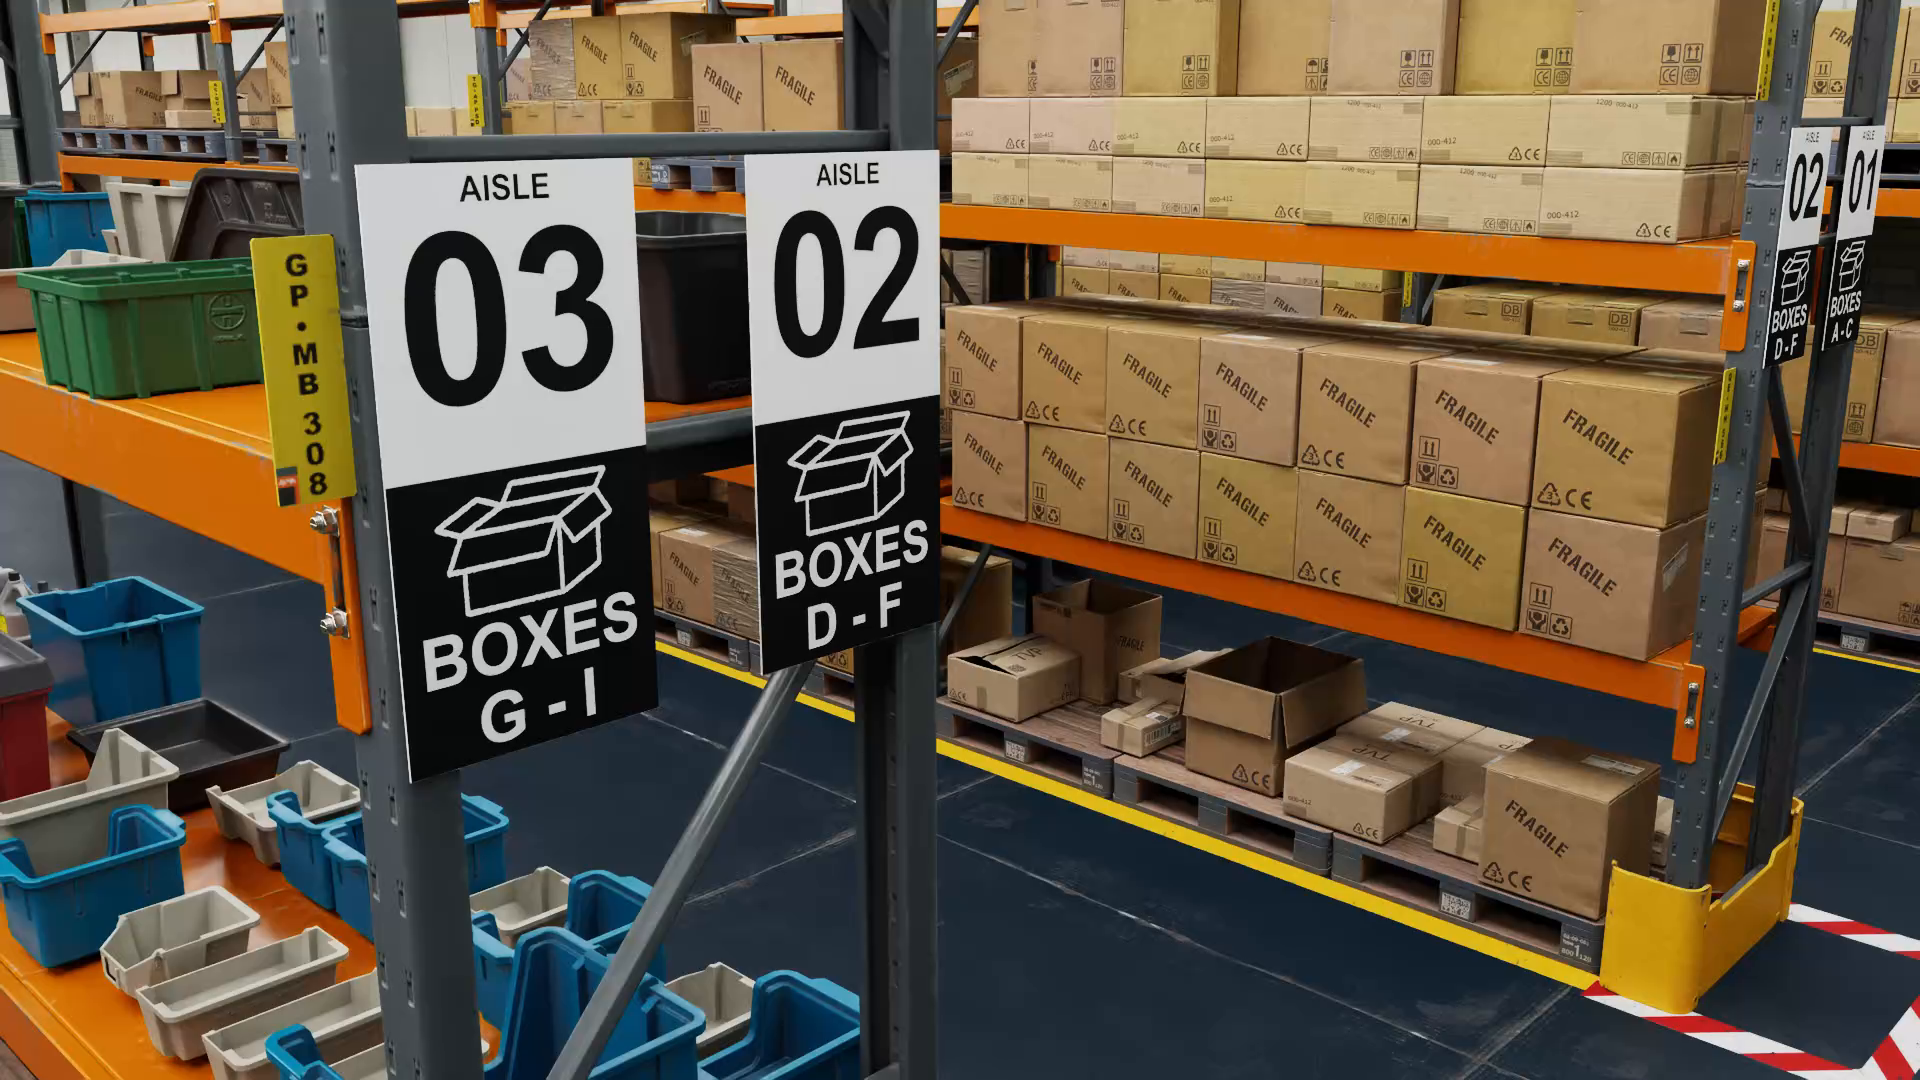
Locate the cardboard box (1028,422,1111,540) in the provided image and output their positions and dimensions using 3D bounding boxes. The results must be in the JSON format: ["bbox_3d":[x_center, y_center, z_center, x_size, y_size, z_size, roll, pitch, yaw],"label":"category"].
[{"bbox_3d":[0.681,-0.327,8.038,0.500,0.500,0.500,14,20,43],"label":"cardboard box"}]

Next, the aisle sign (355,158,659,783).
[{"bbox_3d":[-0.581,-0.100,2.209,0.004,0.787,0.394,14,20,42],"label":"aisle sign"}]

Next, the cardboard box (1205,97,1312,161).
[{"bbox_3d":[1.383,-1.732,6.988,0.500,0.250,0.500,14,20,42],"label":"cardboard box"}]

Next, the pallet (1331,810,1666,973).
[{"bbox_3d":[2.382,1.391,7.175,1.213,0.211,1.003,14,20,42],"label":"pallet"}]

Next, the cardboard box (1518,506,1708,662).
[{"bbox_3d":[2.500,0.117,6.336,0.500,0.500,0.500,-14,20,-42],"label":"cardboard box"}]

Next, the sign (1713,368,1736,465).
[{"bbox_3d":[2.612,-0.422,5.679,0.005,0.325,0.100,14,20,42],"label":"sign"}]

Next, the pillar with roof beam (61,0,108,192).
[{"bbox_3d":[-19.912,-8.812,28.905,0.400,9.000,9.100,14,20,42],"label":"pillar with roof beam"}]

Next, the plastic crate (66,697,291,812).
[{"bbox_3d":[-2.316,0.644,4.939,0.590,0.125,0.437,14,20,42],"label":"plastic crate"}]

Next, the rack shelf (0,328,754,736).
[{"bbox_3d":[-1.869,-0.361,3.845,4.000,0.370,1.077,14,20,42],"label":"rack shelf"}]

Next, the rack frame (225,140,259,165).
[{"bbox_3d":[-5.627,-1.906,14.298,0.127,3.000,1.000,14,20,42],"label":"rack frame"}]

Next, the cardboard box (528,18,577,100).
[{"bbox_3d":[-2.438,-3.112,10.797,0.500,0.500,0.500,14,20,42],"label":"cardboard box"}]

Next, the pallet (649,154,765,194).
[{"bbox_3d":[-1.037,-2.174,9.751,1.003,0.211,1.213,14,20,42],"label":"pallet"}]

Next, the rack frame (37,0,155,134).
[{"bbox_3d":[-8.506,-5.509,16.228,0.127,3.000,1.000,14,20,42],"label":"rack frame"}]

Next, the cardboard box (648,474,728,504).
[{"bbox_3d":[-1.868,-0.442,11.277,0.500,0.250,0.500,-14,20,-42],"label":"cardboard box"}]

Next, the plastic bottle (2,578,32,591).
[{"bbox_3d":[-3.538,0.256,6.256,0.097,0.271,0.097,0,15,0],"label":"plastic bottle"}]

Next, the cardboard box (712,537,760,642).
[{"bbox_3d":[-1.133,0.281,9.991,0.500,0.500,0.500,14,20,43],"label":"cardboard box"}]

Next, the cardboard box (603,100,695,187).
[{"bbox_3d":[-1.668,-2.455,10.259,0.500,0.500,0.910,14,20,42],"label":"cardboard box"}]

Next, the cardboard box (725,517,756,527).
[{"bbox_3d":[-1.157,0.093,10.710,0.500,0.500,0.500,13,19,40],"label":"cardboard box"}]

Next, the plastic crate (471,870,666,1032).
[{"bbox_3d":[-0.852,0.926,3.640,0.300,0.233,0.416,14,20,42],"label":"plastic crate"}]

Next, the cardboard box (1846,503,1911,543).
[{"bbox_3d":[5.655,-0.107,10.231,0.250,0.149,0.380,13,20,42],"label":"cardboard box"}]

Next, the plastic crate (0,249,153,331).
[{"bbox_3d":[-2.089,-0.548,3.660,0.530,0.136,0.437,14,20,42],"label":"plastic crate"}]

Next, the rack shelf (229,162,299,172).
[{"bbox_3d":[-4.187,-2.659,12.667,4.000,0.370,1.077,14,20,42],"label":"rack shelf"}]

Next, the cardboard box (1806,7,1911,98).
[{"bbox_3d":[5.378,-2.867,9.817,0.500,0.500,0.500,-14,20,-43],"label":"cardboard box"}]

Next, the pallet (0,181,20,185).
[{"bbox_3d":[-3.941,-1.087,5.580,1.003,0.211,1.213,14,20,42],"label":"pallet"}]

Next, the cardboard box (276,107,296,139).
[{"bbox_3d":[-5.190,-3.379,13.465,0.500,0.250,0.500,-12,19,-38],"label":"cardboard box"}]

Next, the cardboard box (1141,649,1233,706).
[{"bbox_3d":[1.279,0.762,8.519,0.500,0.311,0.500,14,20,42],"label":"cardboard box"}]

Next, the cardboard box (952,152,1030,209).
[{"bbox_3d":[0.310,-1.755,8.066,0.500,0.250,0.500,14,20,42],"label":"cardboard box"}]

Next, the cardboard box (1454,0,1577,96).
[{"bbox_3d":[2.329,-1.979,6.449,0.500,0.500,0.700,14,20,42],"label":"cardboard box"}]

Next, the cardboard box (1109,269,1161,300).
[{"bbox_3d":[1.587,-1.996,13.815,0.500,0.500,0.500,14,20,42],"label":"cardboard box"}]

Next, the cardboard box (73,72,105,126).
[{"bbox_3d":[-8.096,-4.277,16.134,0.797,0.503,0.637,-13,19,-40],"label":"cardboard box"}]

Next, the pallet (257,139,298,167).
[{"bbox_3d":[-4.983,-3.113,13.360,1.217,0.209,0.805,13,19,40],"label":"pallet"}]

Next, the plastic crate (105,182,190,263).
[{"bbox_3d":[-1.810,-0.745,4.130,0.530,0.282,0.437,14,20,42],"label":"plastic crate"}]

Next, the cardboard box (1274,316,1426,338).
[{"bbox_3d":[1.771,-0.731,7.607,0.500,0.500,0.500,13,20,42],"label":"cardboard box"}]

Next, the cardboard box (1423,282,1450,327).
[{"bbox_3d":[3.412,-1.734,12.809,0.500,0.500,0.500,13,19,40],"label":"cardboard box"}]

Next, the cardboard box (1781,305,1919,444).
[{"bbox_3d":[5.542,-1.063,10.470,0.700,0.700,0.980,13,20,42],"label":"cardboard box"}]

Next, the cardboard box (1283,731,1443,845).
[{"bbox_3d":[1.786,1.090,7.381,0.500,0.250,0.500,14,20,42],"label":"cardboard box"}]

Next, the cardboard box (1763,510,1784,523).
[{"bbox_3d":[5.151,0.021,11.027,0.500,0.500,0.700,13,19,40],"label":"cardboard box"}]

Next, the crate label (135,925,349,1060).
[{"bbox_3d":[-1.558,0.984,3.612,0.243,0.136,0.396,14,20,42],"label":"crate label"}]

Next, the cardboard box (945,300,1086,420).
[{"bbox_3d":[0.276,-0.905,8.273,0.500,0.500,0.500,-14,20,-43],"label":"cardboard box"}]

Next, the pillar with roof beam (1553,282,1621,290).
[{"bbox_3d":[1.684,-3.562,8.755,0.400,9.000,9.100,14,20,42],"label":"pillar with roof beam"}]

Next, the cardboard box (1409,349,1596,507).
[{"bbox_3d":[2.136,-0.454,6.545,0.500,0.500,0.500,-14,20,-43],"label":"cardboard box"}]

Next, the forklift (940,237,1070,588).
[{"bbox_3d":[0.275,-1.263,11.965,1.130,2.935,3.031,-7,16,-27],"label":"forklift"}]

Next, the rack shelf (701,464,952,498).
[{"bbox_3d":[-1.308,-0.508,10.358,4.000,0.370,1.077,14,20,42],"label":"rack shelf"}]

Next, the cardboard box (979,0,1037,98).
[{"bbox_3d":[0.509,-2.411,8.107,0.500,0.500,0.700,14,20,42],"label":"cardboard box"}]

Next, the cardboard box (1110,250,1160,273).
[{"bbox_3d":[1.586,-2.364,13.739,0.500,0.250,0.500,14,20,43],"label":"cardboard box"}]

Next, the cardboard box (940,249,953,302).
[{"bbox_3d":[-0.078,-2.540,15.661,0.500,0.500,0.700,11,18,37],"label":"cardboard box"}]

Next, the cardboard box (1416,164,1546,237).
[{"bbox_3d":[2.106,-1.316,6.383,0.500,0.250,0.500,14,20,42],"label":"cardboard box"}]

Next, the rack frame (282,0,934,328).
[{"bbox_3d":[-0.429,-1.810,2.033,0.127,3.000,1.000,14,20,42],"label":"rack frame"}]
